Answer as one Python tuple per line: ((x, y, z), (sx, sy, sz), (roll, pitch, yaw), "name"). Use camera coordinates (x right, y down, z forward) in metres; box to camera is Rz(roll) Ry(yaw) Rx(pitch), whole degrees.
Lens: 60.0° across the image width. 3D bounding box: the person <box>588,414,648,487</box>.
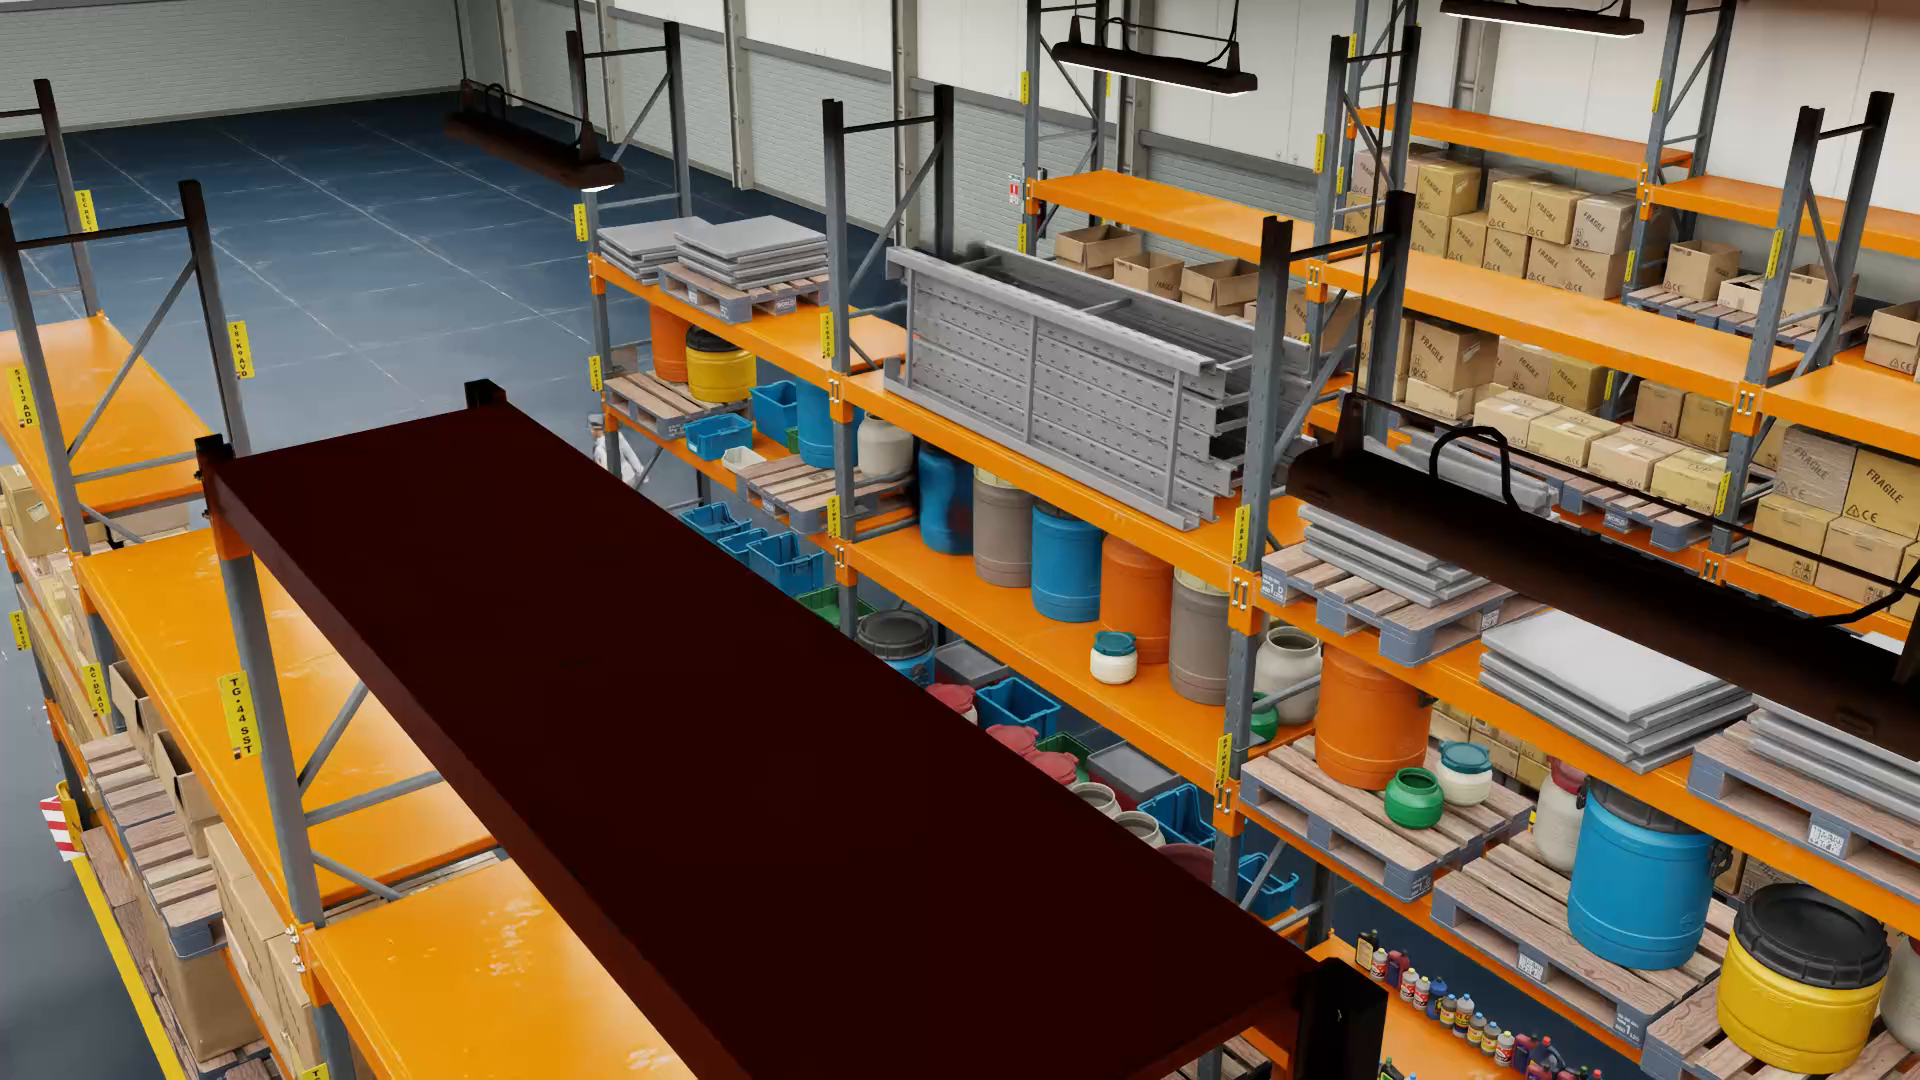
((-3.755, -0.615, 18.401), (0.545, 1.630, 0.633), (8, 26, 17), "person")
